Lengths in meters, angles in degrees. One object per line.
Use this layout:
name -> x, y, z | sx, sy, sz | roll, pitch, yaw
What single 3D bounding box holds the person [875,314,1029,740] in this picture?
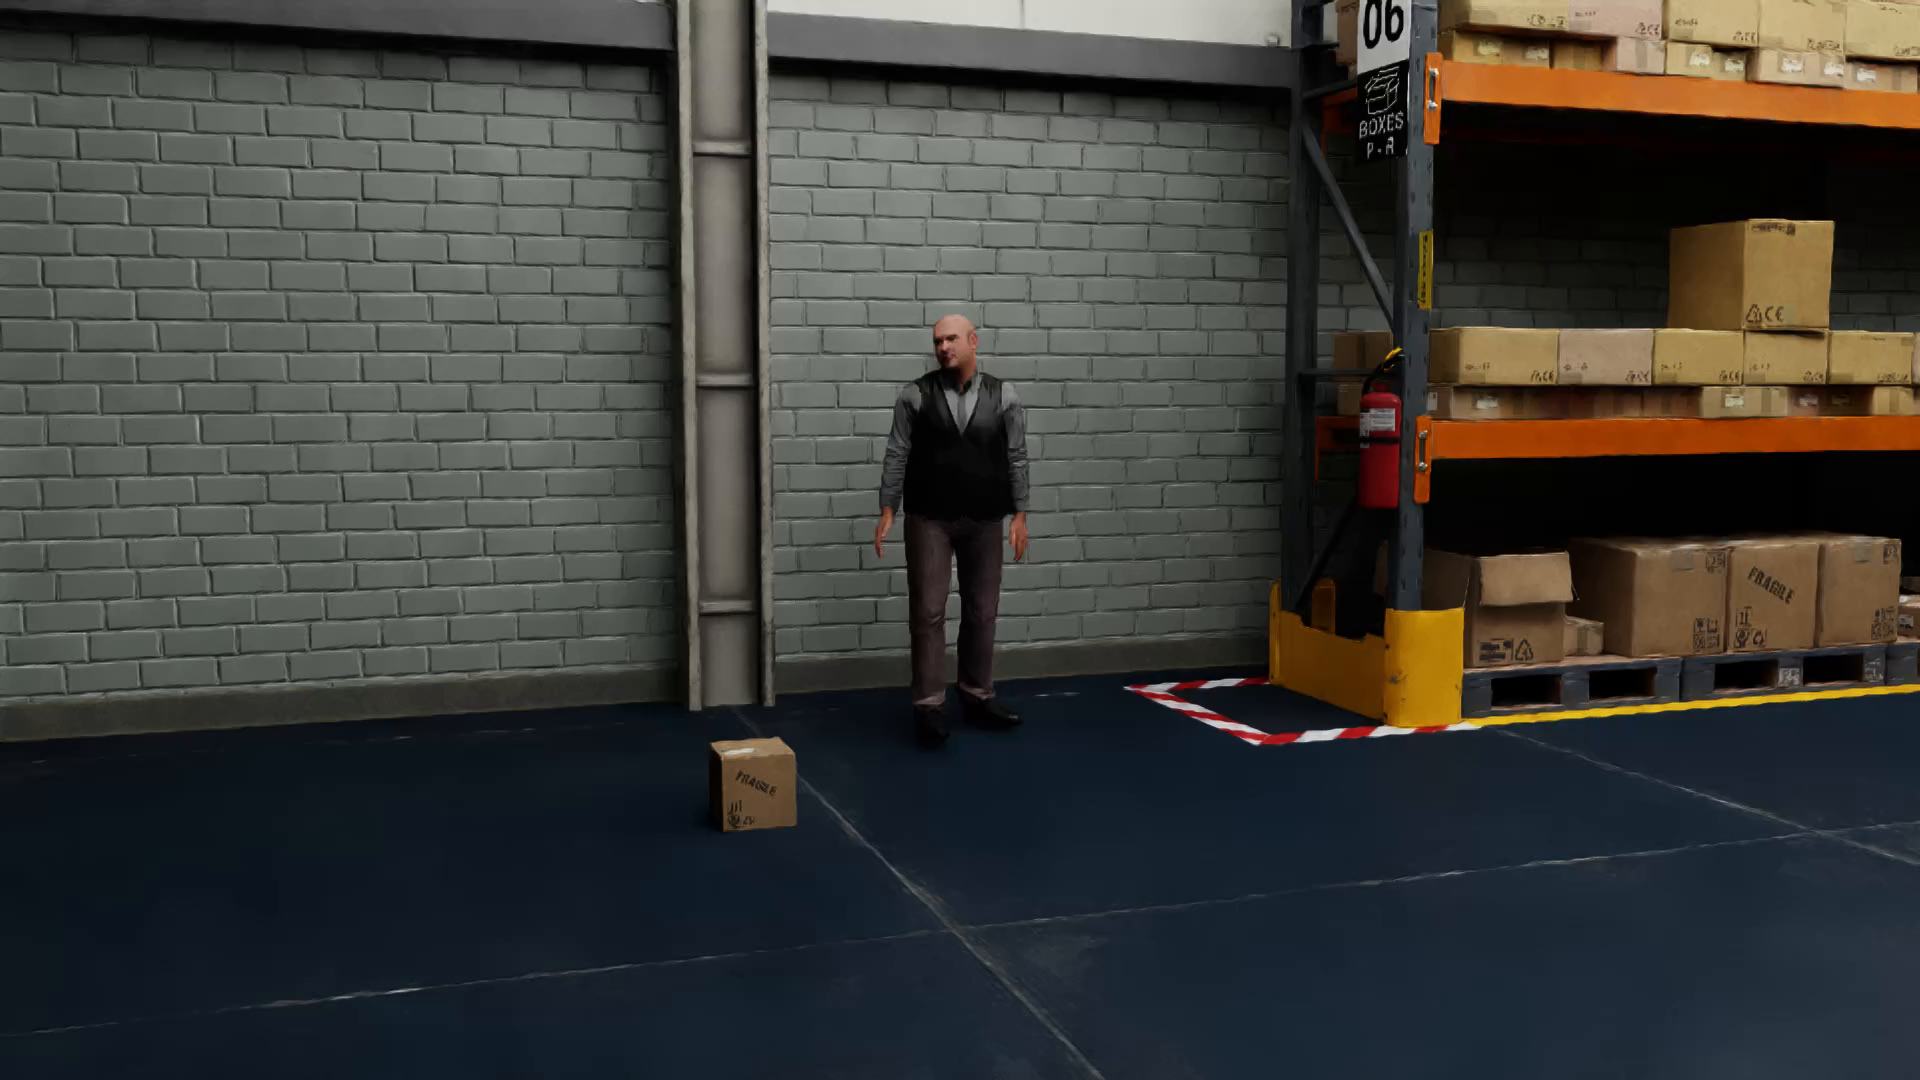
person -> -0.024, -0.060, 6.802 | 0.650, 1.720, 0.577 | -1, 6, -12
